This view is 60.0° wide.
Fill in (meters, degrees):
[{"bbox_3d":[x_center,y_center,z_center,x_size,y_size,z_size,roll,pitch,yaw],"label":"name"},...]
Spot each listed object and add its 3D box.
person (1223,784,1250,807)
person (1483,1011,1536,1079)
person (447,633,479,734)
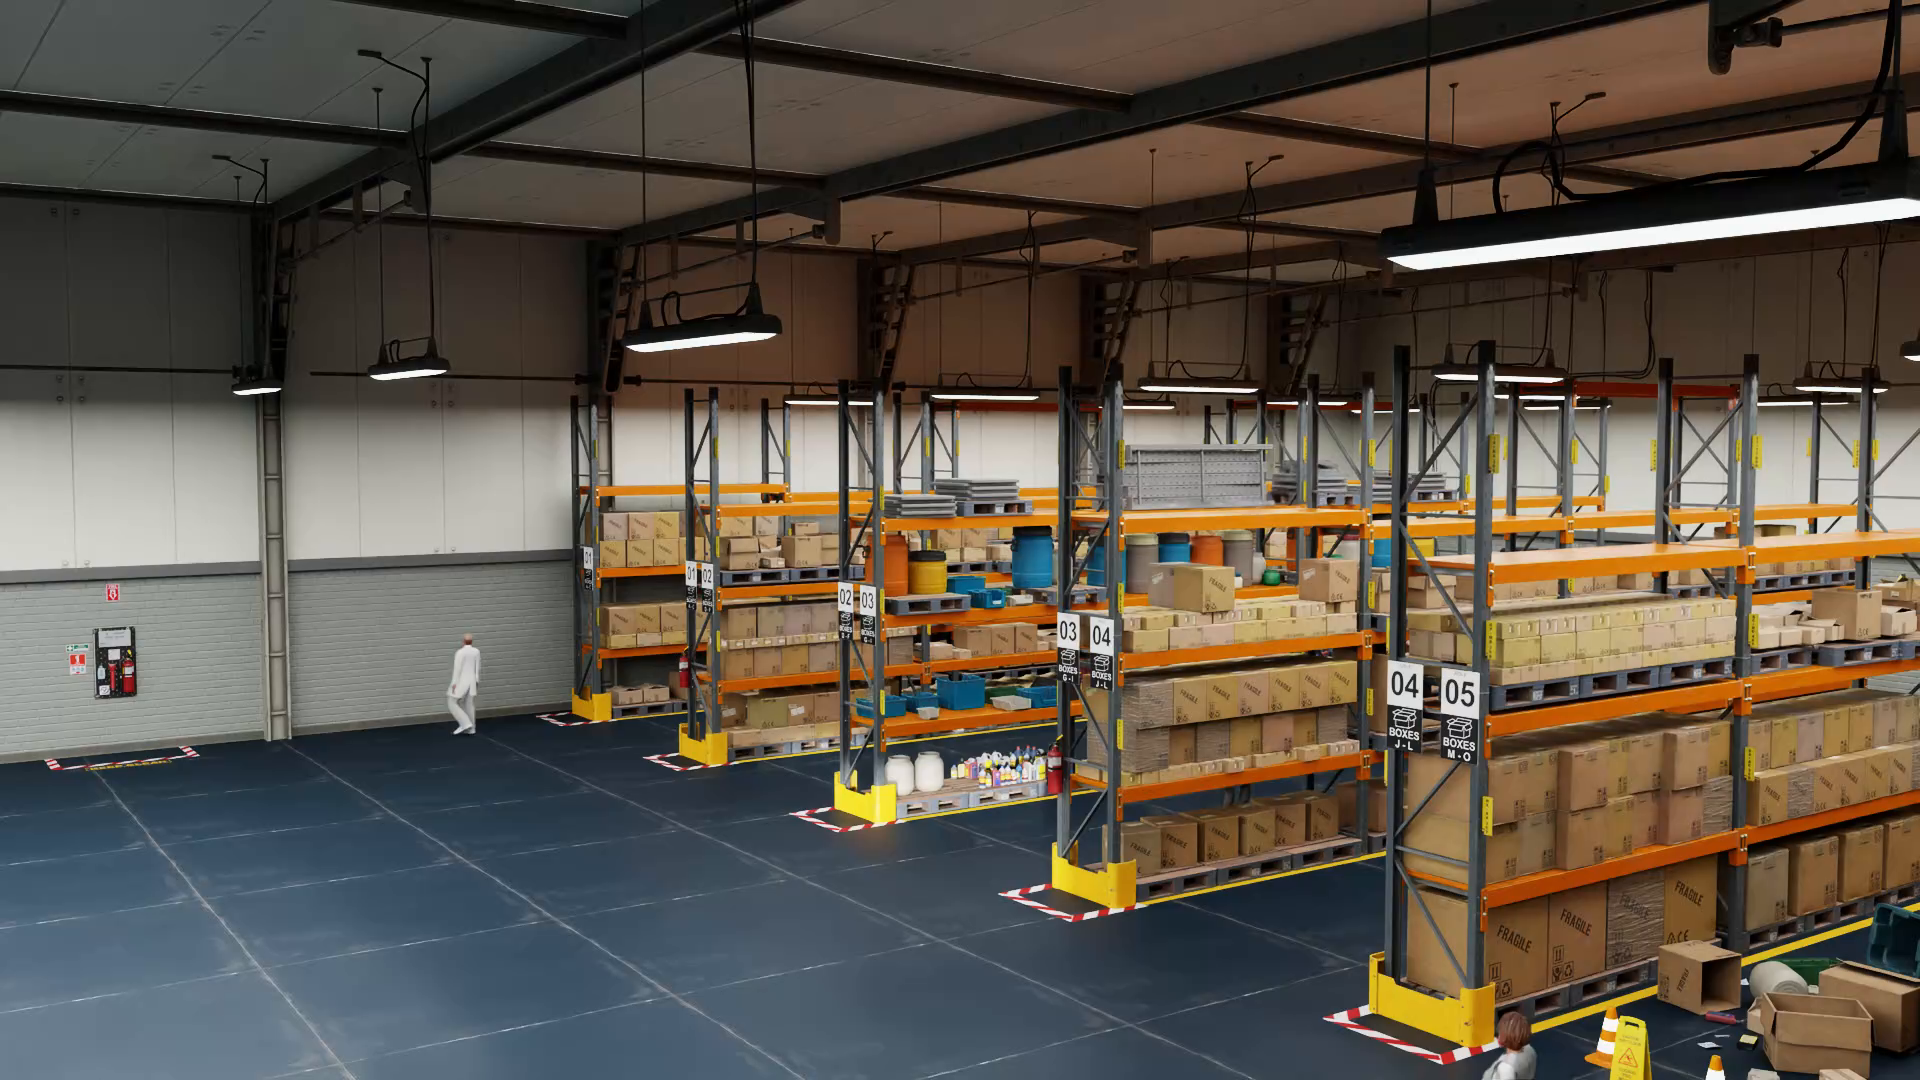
[{"bbox_3d":[3.678,3.051,22.193,0.572,1.707,0.532,1,4,21],"label":"person"},{"bbox_3d":[3.483,3.726,10.443,0.383,1.612,0.566,2,4,27],"label":"person"},{"bbox_3d":[-8.669,2.515,29.122,0.503,1.781,0.650,2,4,26],"label":"person"}]
